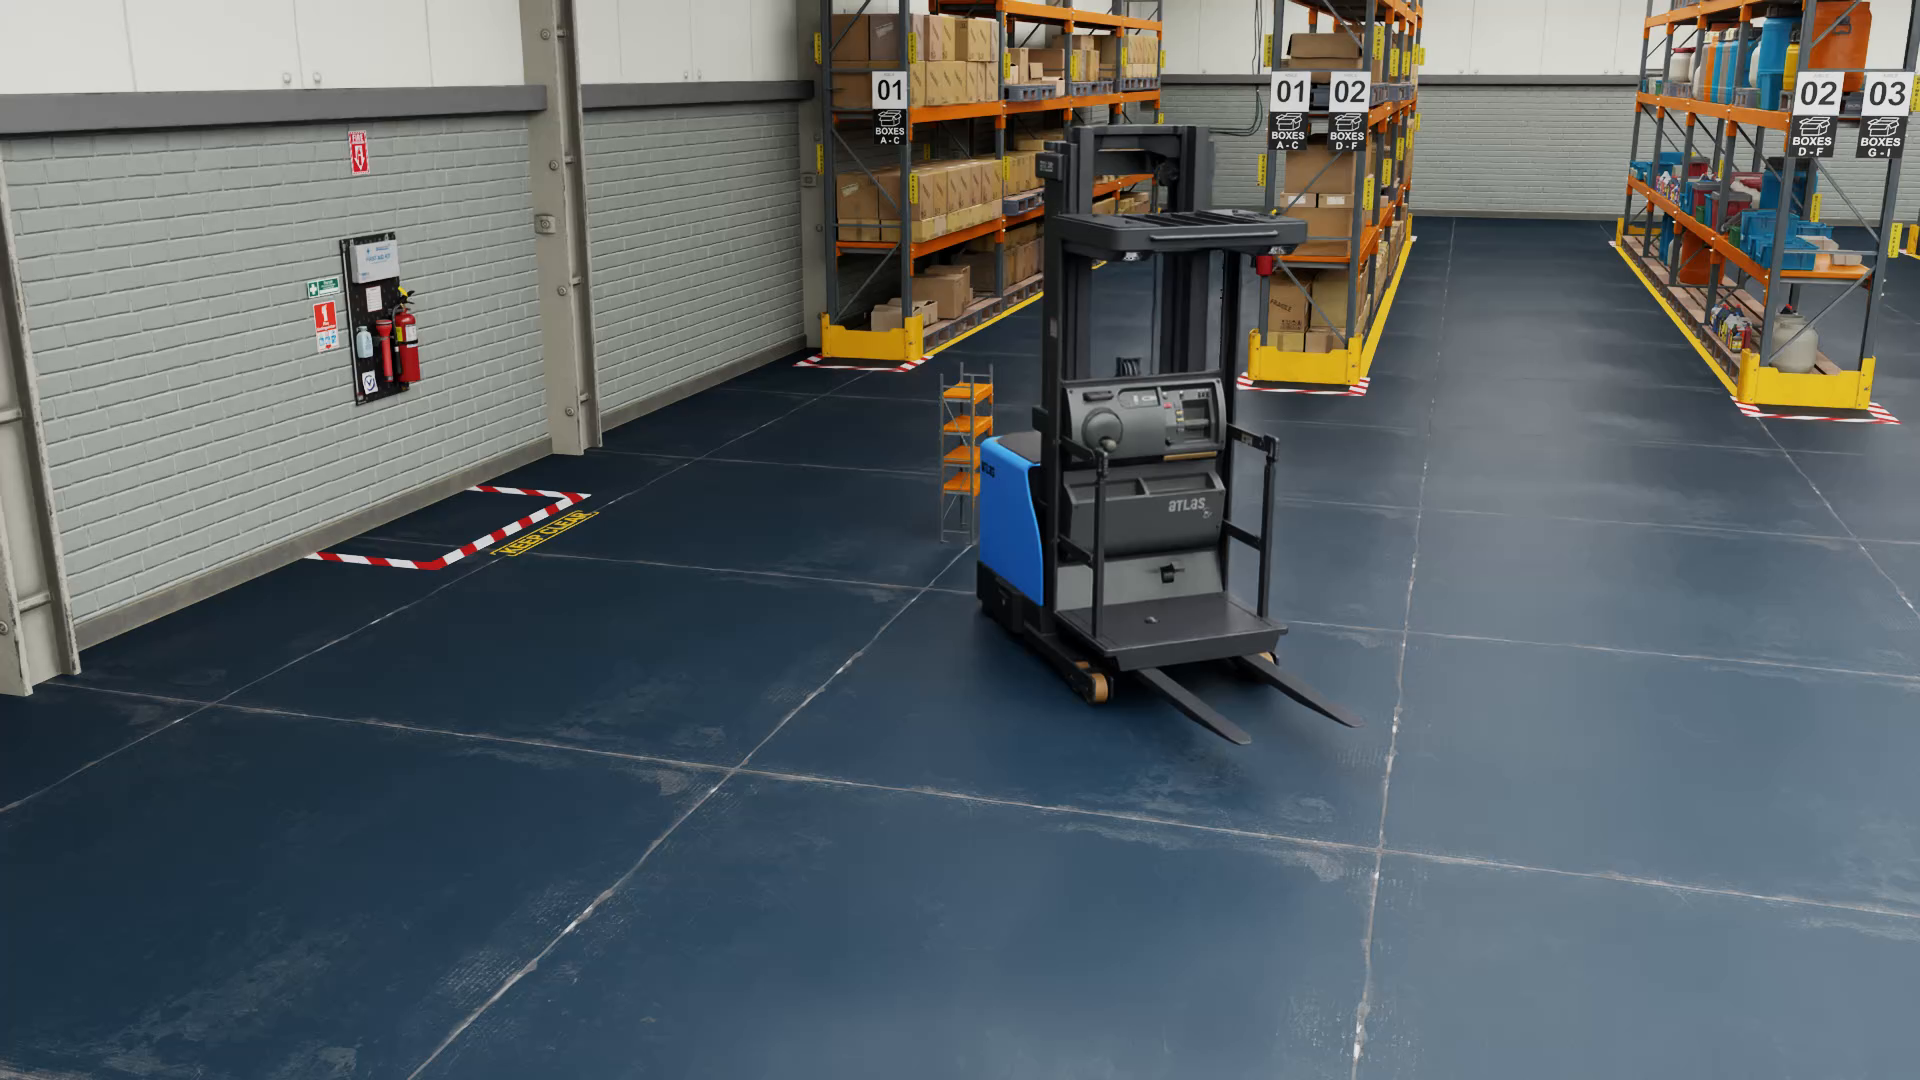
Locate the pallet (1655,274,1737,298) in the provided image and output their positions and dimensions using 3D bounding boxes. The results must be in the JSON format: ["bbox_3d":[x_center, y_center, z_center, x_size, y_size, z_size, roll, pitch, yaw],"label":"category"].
[{"bbox_3d":[10.912,-3.753,24.674,1.003,0.211,1.213,5,16,16],"label":"pallet"}]

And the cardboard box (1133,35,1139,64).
[{"bbox_3d":[2.978,-8.981,30.448,0.500,0.500,0.500,4,16,15],"label":"cardboard box"}]

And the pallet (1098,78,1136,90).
[{"bbox_3d":[2.609,-8.313,30.308,1.003,0.211,1.213,5,16,16],"label":"pallet"}]

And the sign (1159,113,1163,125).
[{"bbox_3d":[4.019,-8.372,33.291,0.100,0.325,0.005,5,16,16],"label":"sign"}]

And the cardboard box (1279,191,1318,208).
[{"bbox_3d":[3.632,-3.652,17.836,0.380,0.149,0.250,4,16,15],"label":"cardboard box"}]

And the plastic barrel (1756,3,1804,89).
[{"bbox_3d":[9.206,-5.473,18.442,0.600,0.901,0.708,5,16,16],"label":"plastic barrel"}]

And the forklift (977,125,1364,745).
[{"bbox_3d":[1.089,-0.670,8.821,1.130,2.935,3.031,-6,17,-19],"label":"forklift"}]

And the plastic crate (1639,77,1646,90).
[{"bbox_3d":[12.625,-8.279,30.264,0.497,0.269,0.590,5,16,16],"label":"plastic crate"}]

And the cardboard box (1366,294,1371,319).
[{"bbox_3d":[4.921,-2.965,21.054,0.500,0.250,0.500,5,16,16],"label":"cardboard box"}]

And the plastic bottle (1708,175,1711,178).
[{"bbox_3d":[12.063,-5.744,26.810,0.152,0.276,0.135,5,16,16],"label":"plastic bottle"}]

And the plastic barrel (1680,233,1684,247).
[{"bbox_3d":[11.172,-4.352,25.324,0.600,0.588,0.708,5,16,16],"label":"plastic barrel"}]

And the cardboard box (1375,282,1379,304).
[{"bbox_3d":[5.342,-3.323,22.317,0.500,0.250,0.500,5,17,17],"label":"cardboard box"}]

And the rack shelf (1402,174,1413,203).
[{"bbox_3d":[7.685,-6.494,30.545,1.077,0.370,4.000,5,16,16],"label":"rack shelf"}]

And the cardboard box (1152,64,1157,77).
[{"bbox_3d":[3.549,-9.155,32.435,0.500,0.250,0.500,5,17,18],"label":"cardboard box"}]

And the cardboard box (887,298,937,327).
[{"bbox_3d":[-0.599,-2.802,20.331,0.500,0.311,0.500,6,17,20],"label":"cardboard box"}]

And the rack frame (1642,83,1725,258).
[{"bbox_3d":[11.865,-5.932,27.245,1.000,3.000,0.127,5,16,16],"label":"rack frame"}]

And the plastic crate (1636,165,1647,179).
[{"bbox_3d":[12.242,-6.543,29.597,0.416,0.233,0.300,5,16,16],"label":"plastic crate"}]

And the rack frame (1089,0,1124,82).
[{"bbox_3d":[2.366,-9.586,29.135,1.000,3.000,0.127,5,16,16],"label":"rack frame"}]

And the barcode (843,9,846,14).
[{"bbox_3d":[-1.322,-6.046,19.035,0.001,0.075,0.075,5,16,16],"label":"barcode"}]

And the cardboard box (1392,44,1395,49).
[{"bbox_3d":[6.735,-7.755,27.041,0.600,0.600,0.600,4,16,15],"label":"cardboard box"}]

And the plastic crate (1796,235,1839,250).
[{"bbox_3d":[9.373,-3.267,18.335,0.530,0.136,0.437,5,16,16],"label":"plastic crate"}]

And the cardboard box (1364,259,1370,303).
[{"bbox_3d":[4.768,-3.195,20.493,0.500,0.500,0.500,5,16,16],"label":"cardboard box"}]

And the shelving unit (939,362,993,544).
[{"bbox_3d":[0.047,-0.621,11.818,0.258,1.200,0.503,5,16,16],"label":"shelving unit"}]

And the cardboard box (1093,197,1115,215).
[{"bbox_3d":[2.306,-5.687,29.554,0.750,0.750,0.750,5,17,17],"label":"cardboard box"}]

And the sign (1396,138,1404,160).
[{"bbox_3d":[6.513,-5.785,24.606,0.100,0.325,0.005,5,16,16],"label":"sign"}]

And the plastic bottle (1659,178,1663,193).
[{"bbox_3d":[11.205,-5.654,26.502,0.097,0.271,0.097,0,16,0],"label":"plastic bottle"}]

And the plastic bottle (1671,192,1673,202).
[{"bbox_3d":[10.688,-5.145,24.835,0.097,0.201,0.097,0,16,0],"label":"plastic bottle"}]

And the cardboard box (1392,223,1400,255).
[{"bbox_3d":[7.103,-5.046,27.896,0.500,0.500,0.500,5,16,16],"label":"cardboard box"}]

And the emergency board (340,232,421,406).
[{"bbox_3d":[-4.118,-1.597,11.964,0.194,1.169,0.643,5,16,16],"label":"emergency board"}]

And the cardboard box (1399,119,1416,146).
[{"bbox_3d":[8.391,-7.754,31.656,0.500,0.500,0.500,4,16,15],"label":"cardboard box"}]

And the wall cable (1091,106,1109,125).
[{"bbox_3d":[2.960,-8.643,34.944,0.084,1.984,1.851,5,16,16],"label":"wall cable"}]

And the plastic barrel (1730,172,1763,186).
[{"bbox_3d":[10.887,-4.806,23.026,0.600,0.536,0.708,5,16,16],"label":"plastic barrel"}]

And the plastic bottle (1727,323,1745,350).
[{"bbox_3d":[8.654,-2.272,18.527,0.152,0.276,0.135,5,17,16],"label":"plastic bottle"}]

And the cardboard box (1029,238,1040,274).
[{"bbox_3d":[0.817,-4.344,25.423,0.700,0.500,0.500,5,16,16],"label":"cardboard box"}]

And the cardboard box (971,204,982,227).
[{"bbox_3d":[-0.029,-4.134,21.147,0.500,0.250,0.500,5,16,16],"label":"cardboard box"}]

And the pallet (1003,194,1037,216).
[{"bbox_3d":[0.450,-4.703,23.266,1.003,0.211,1.213,5,16,16],"label":"pallet"}]

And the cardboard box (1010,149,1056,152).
[{"bbox_3d":[1.106,-5.789,25.754,0.700,0.500,0.500,3,16,9],"label":"cardboard box"}]

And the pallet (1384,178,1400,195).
[{"bbox_3d":[6.528,-5.687,26.734,1.003,0.211,1.213,5,16,16],"label":"pallet"}]

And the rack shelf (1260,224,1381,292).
[{"bbox_3d":[4.275,-3.354,19.477,1.077,0.370,4.000,5,16,16],"label":"rack shelf"}]

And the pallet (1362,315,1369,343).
[{"bbox_3d":[4.577,-2.677,20.882,1.003,0.211,1.213,5,16,16],"label":"pallet"}]

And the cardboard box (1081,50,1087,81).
[{"bbox_3d":[1.711,-7.904,27.713,0.700,0.500,0.500,5,16,16],"label":"cardboard box"}]

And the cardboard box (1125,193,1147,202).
[{"bbox_3d":[3.466,-6.752,32.761,0.380,0.149,0.250,5,17,17],"label":"cardboard box"}]

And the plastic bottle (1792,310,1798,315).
[{"bbox_3d":[9.538,-2.450,19.019,0.144,0.351,0.185,5,16,16],"label":"plastic bottle"}]

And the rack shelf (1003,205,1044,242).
[{"bbox_3d":[0.661,-4.784,24.517,1.077,0.370,4.000,5,16,16],"label":"rack shelf"}]

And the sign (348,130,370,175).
[{"bbox_3d":[-4.216,-2.718,11.667,0.001,0.298,0.199,5,16,16],"label":"sign"}]

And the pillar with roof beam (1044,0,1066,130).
[{"bbox_3d":[5.863,-9.502,28.840,9.100,9.000,0.400,5,16,16],"label":"pillar with roof beam"}]

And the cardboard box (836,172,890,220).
[{"bbox_3d":[-1.114,-3.998,19.293,0.500,0.500,0.500,4,16,15],"label":"cardboard box"}]

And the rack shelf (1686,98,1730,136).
[{"bbox_3d":[10.160,-5.459,21.399,1.077,0.370,4.000,5,16,16],"label":"rack shelf"}]

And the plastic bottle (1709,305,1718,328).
[{"bbox_3d":[9.081,-2.688,20.004,0.097,0.271,0.097,0,16,0],"label":"plastic bottle"}]

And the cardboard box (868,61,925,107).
[{"bbox_3d":[-0.709,-5.129,18.699,0.500,0.500,0.500,5,17,17],"label":"cardboard box"}]

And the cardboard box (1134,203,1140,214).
[{"bbox_3d":[3.116,-6.292,32.328,0.700,0.500,0.500,4,16,14],"label":"cardboard box"}]
